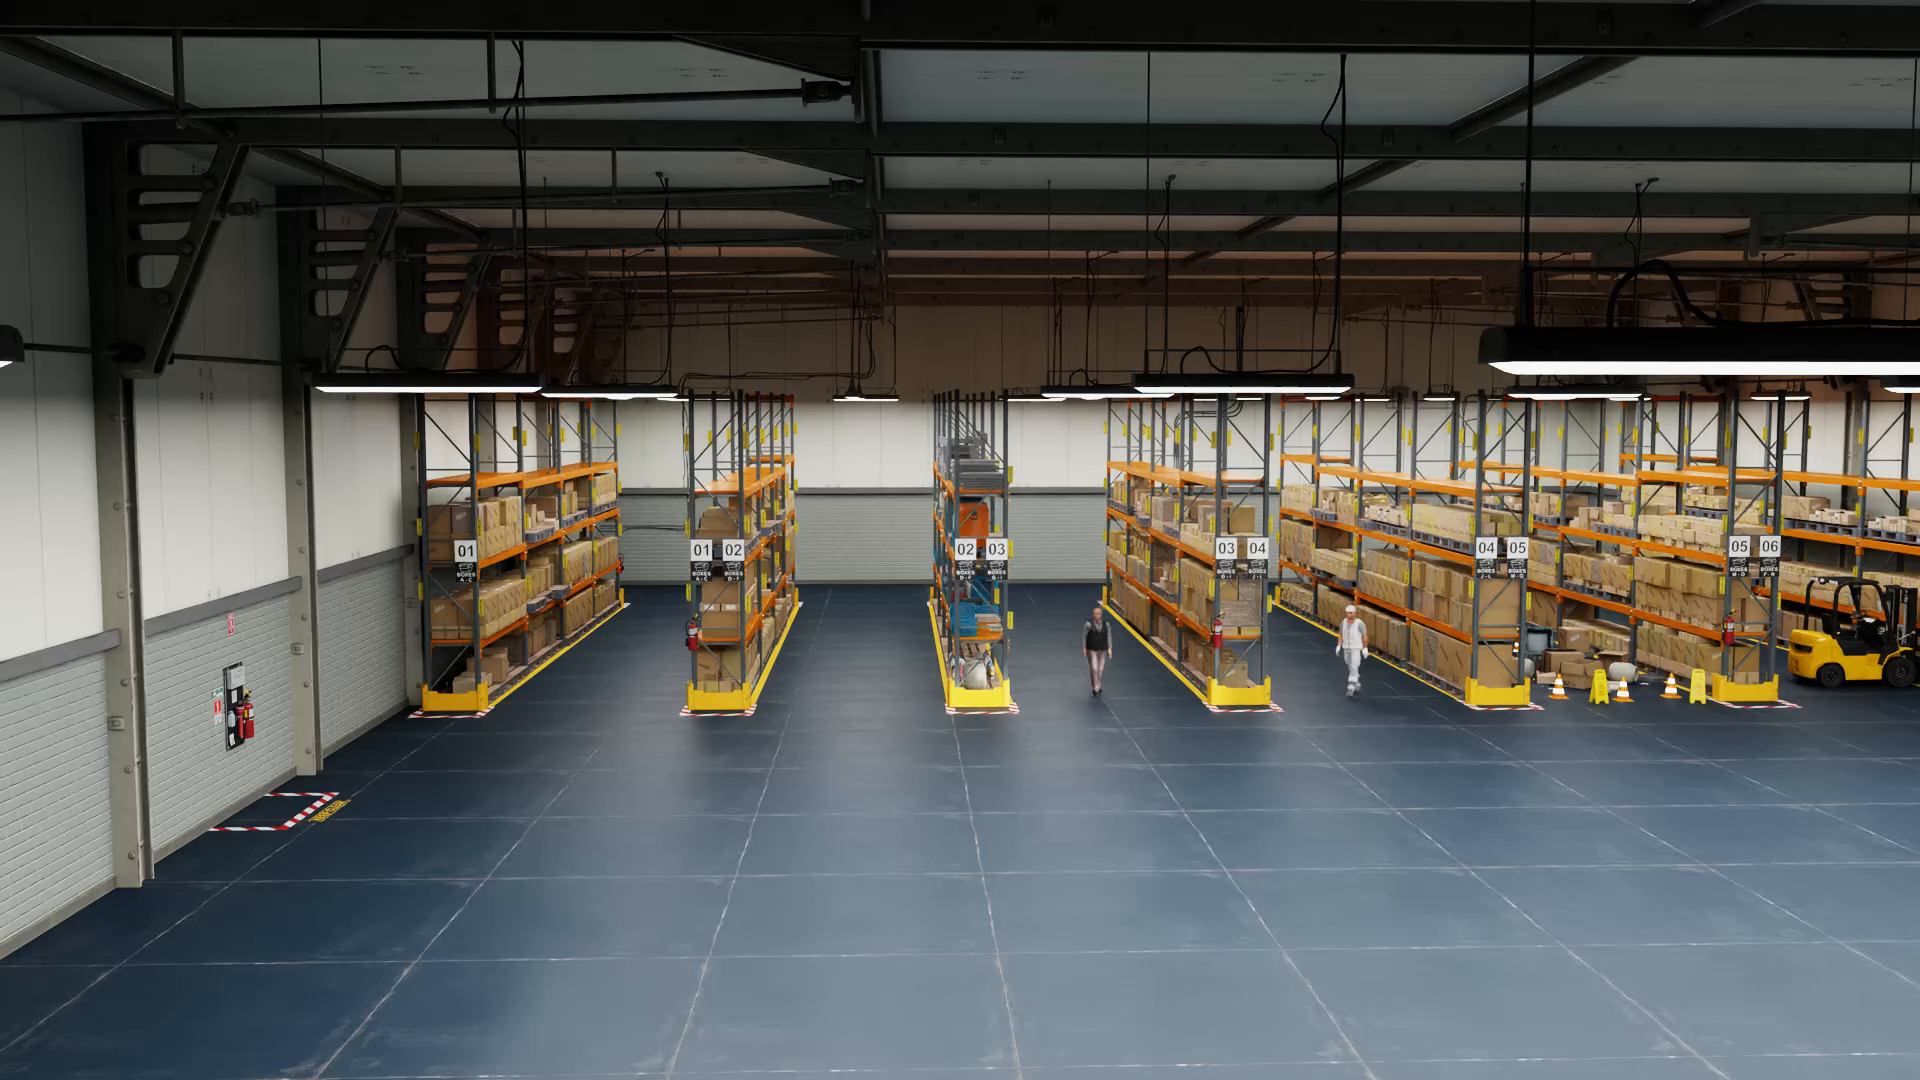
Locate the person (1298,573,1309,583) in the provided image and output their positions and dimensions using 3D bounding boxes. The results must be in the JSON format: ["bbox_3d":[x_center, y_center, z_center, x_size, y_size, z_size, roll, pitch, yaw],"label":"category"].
[{"bbox_3d":[10.406,0.802,49.917,0.675,1.665,0.462,-3,6,-35],"label":"person"}]

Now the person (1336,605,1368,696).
[{"bbox_3d":[7.706,2.150,32.745,0.574,1.737,0.949,4,6,42],"label":"person"}]

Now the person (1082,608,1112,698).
[{"bbox_3d":[2.714,2.221,32.735,0.559,1.776,0.698,-1,5,-14],"label":"person"}]
